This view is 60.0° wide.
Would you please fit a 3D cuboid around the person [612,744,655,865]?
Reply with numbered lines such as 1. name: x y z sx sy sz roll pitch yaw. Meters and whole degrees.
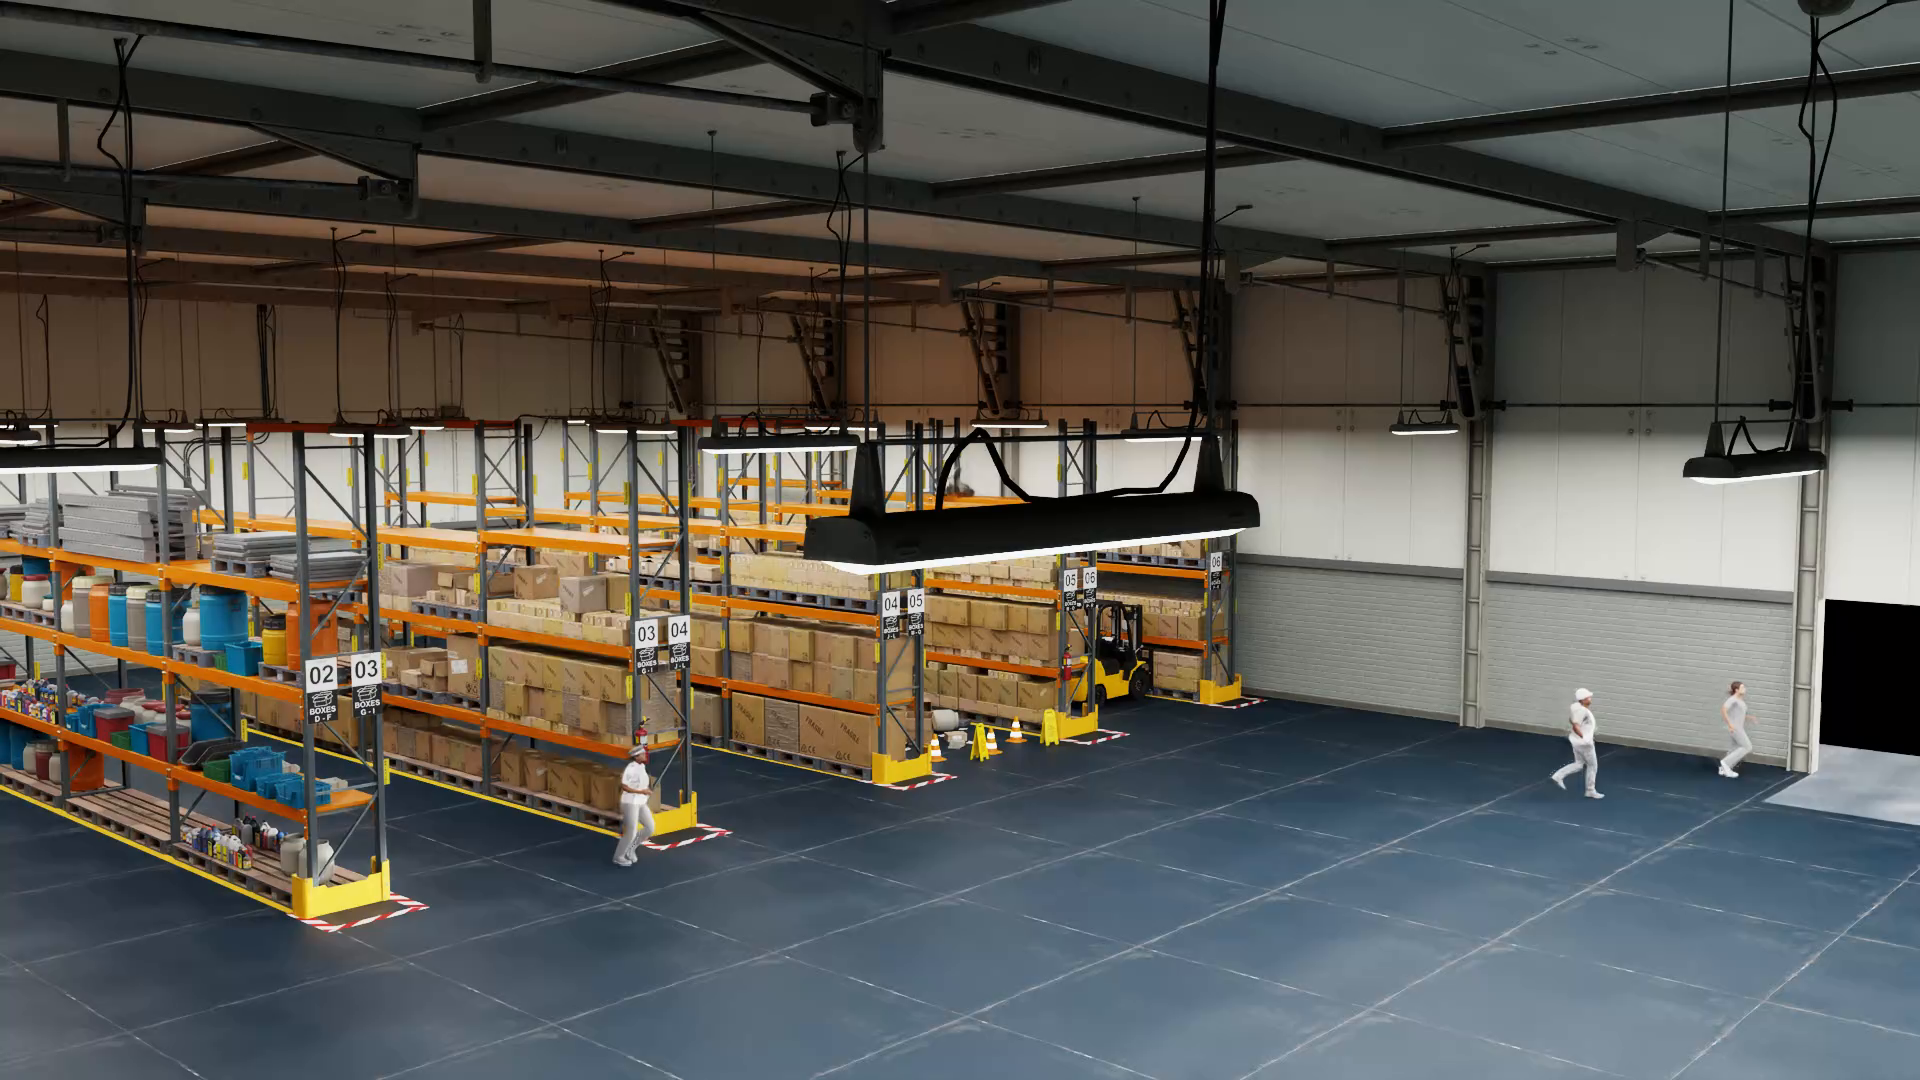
1. person: -4.433 3.636 22.972 0.559 1.637 0.586 2 5 21

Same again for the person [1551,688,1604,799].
1. person: 9.963 3.266 26.775 0.843 1.780 0.672 0 5 4

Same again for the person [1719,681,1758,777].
1. person: 13.201 3.206 28.196 0.568 1.636 0.573 3 6 32
